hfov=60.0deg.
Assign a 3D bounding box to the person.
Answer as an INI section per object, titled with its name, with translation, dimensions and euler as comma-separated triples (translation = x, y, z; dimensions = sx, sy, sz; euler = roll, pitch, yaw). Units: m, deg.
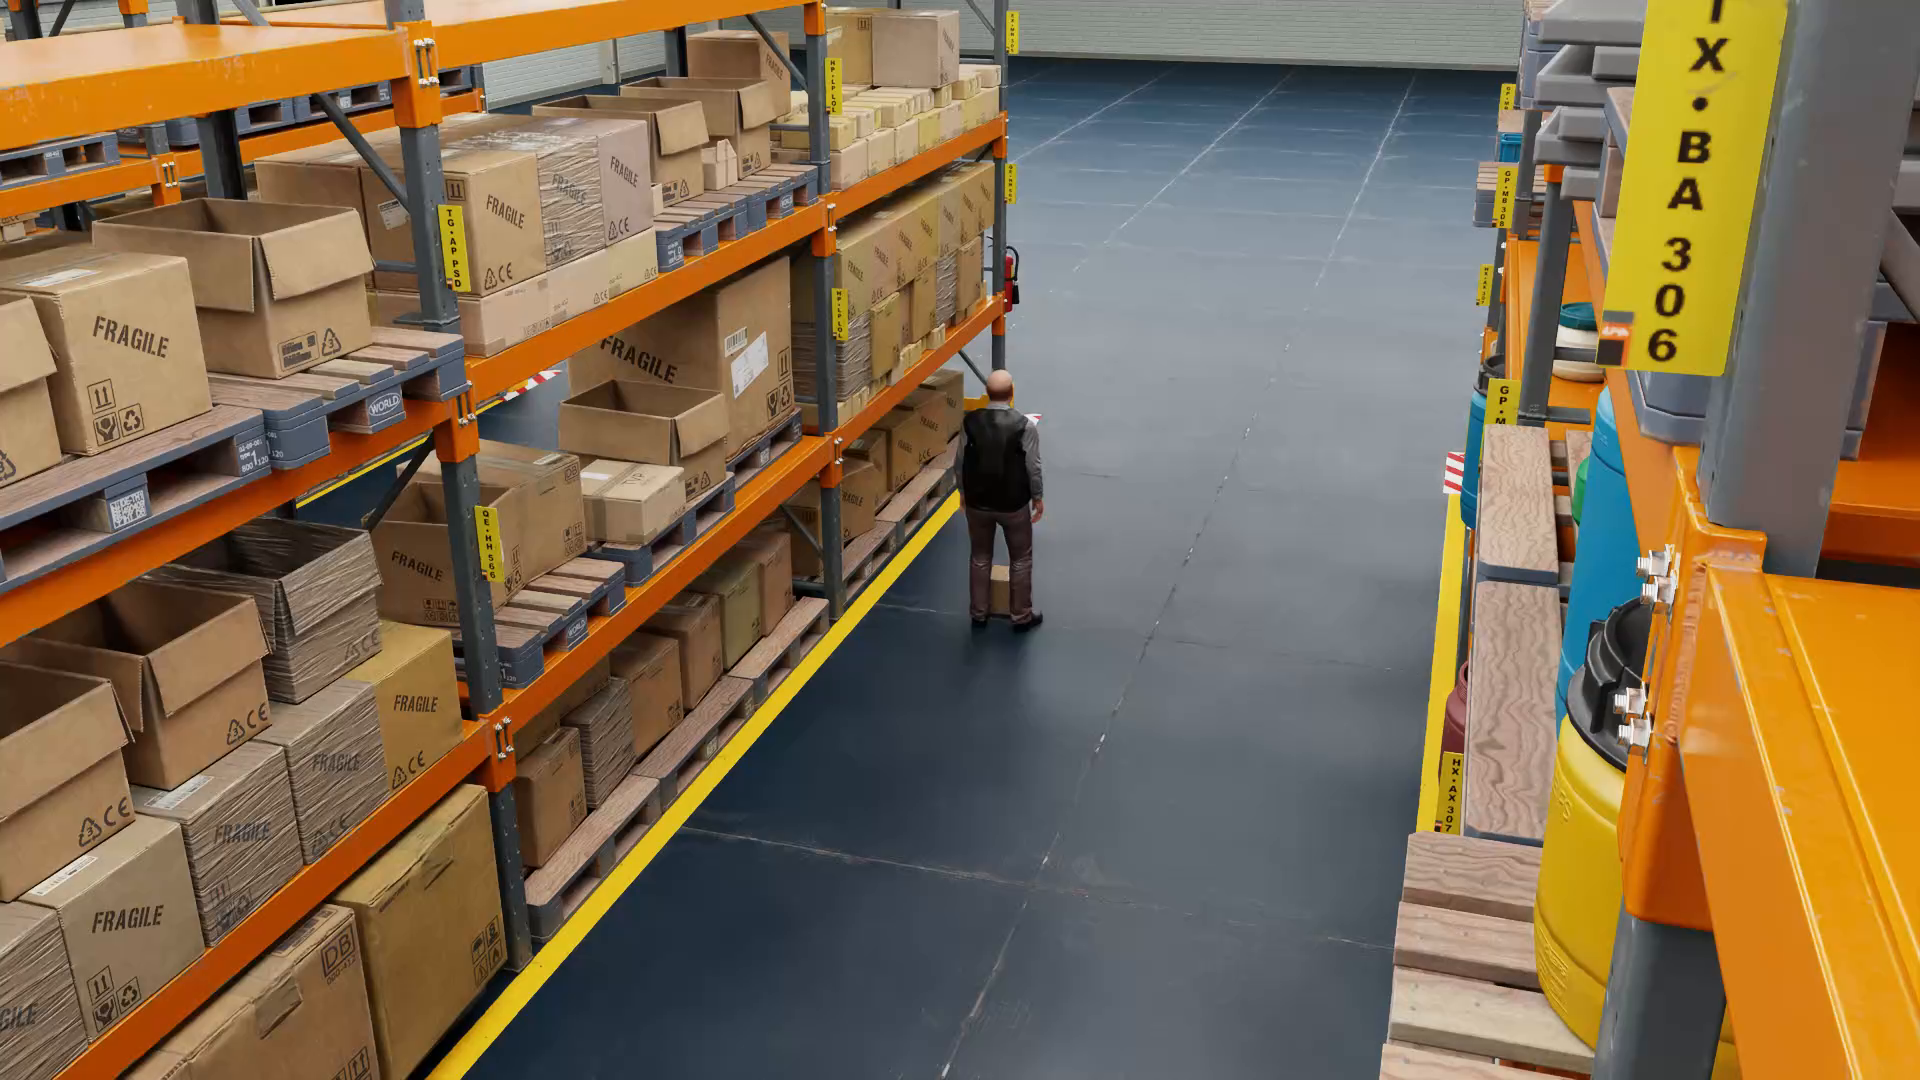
[person]
translation = 0.249, -0.240, 10.720
dimensions = 0.581, 1.721, 0.419
euler = 7, 23, 16
